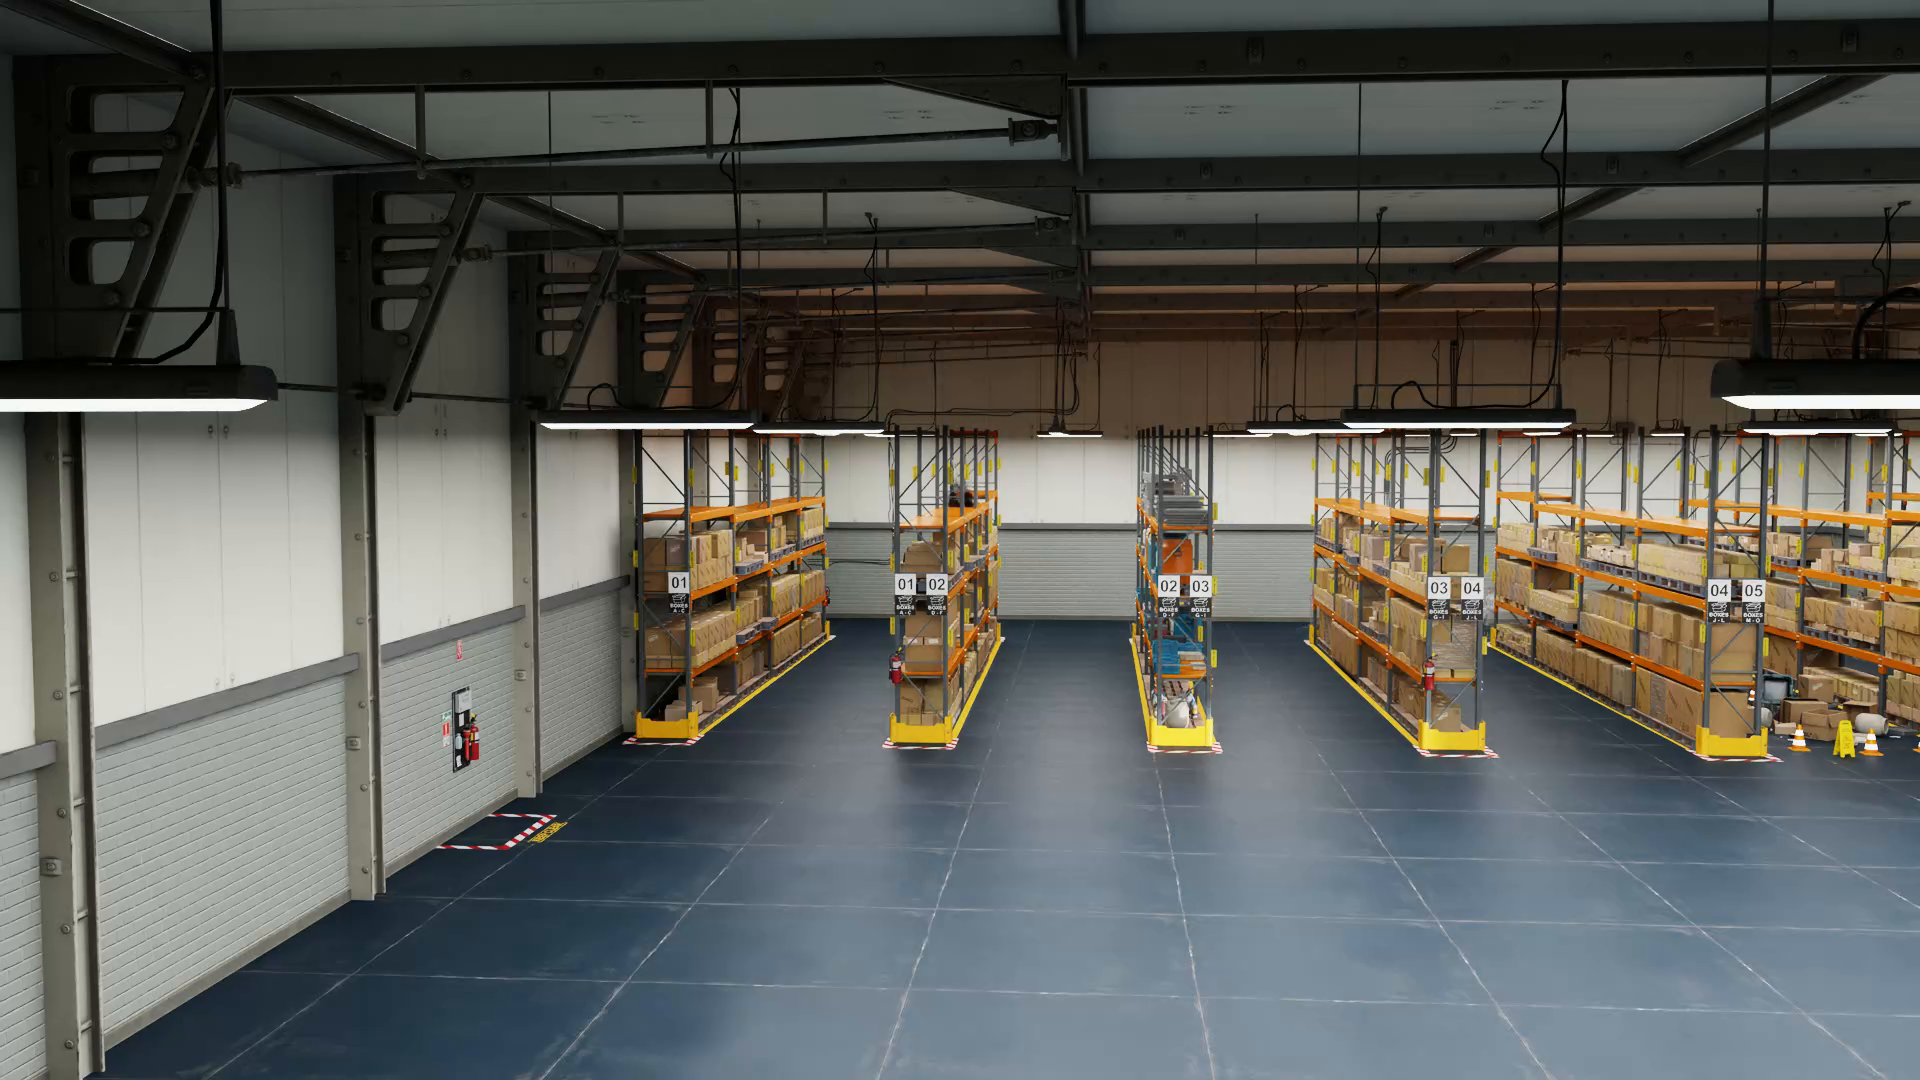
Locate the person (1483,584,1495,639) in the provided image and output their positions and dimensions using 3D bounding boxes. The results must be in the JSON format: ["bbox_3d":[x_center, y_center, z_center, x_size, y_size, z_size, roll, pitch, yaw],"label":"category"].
[{"bbox_3d":[15.124,2.055,47.455,0.563,1.604,0.676,0,3,-5],"label":"person"}]

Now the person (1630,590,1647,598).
[{"bbox_3d":[19.232,2.029,47.303,0.937,1.734,0.667,0,3,5],"label":"person"}]
